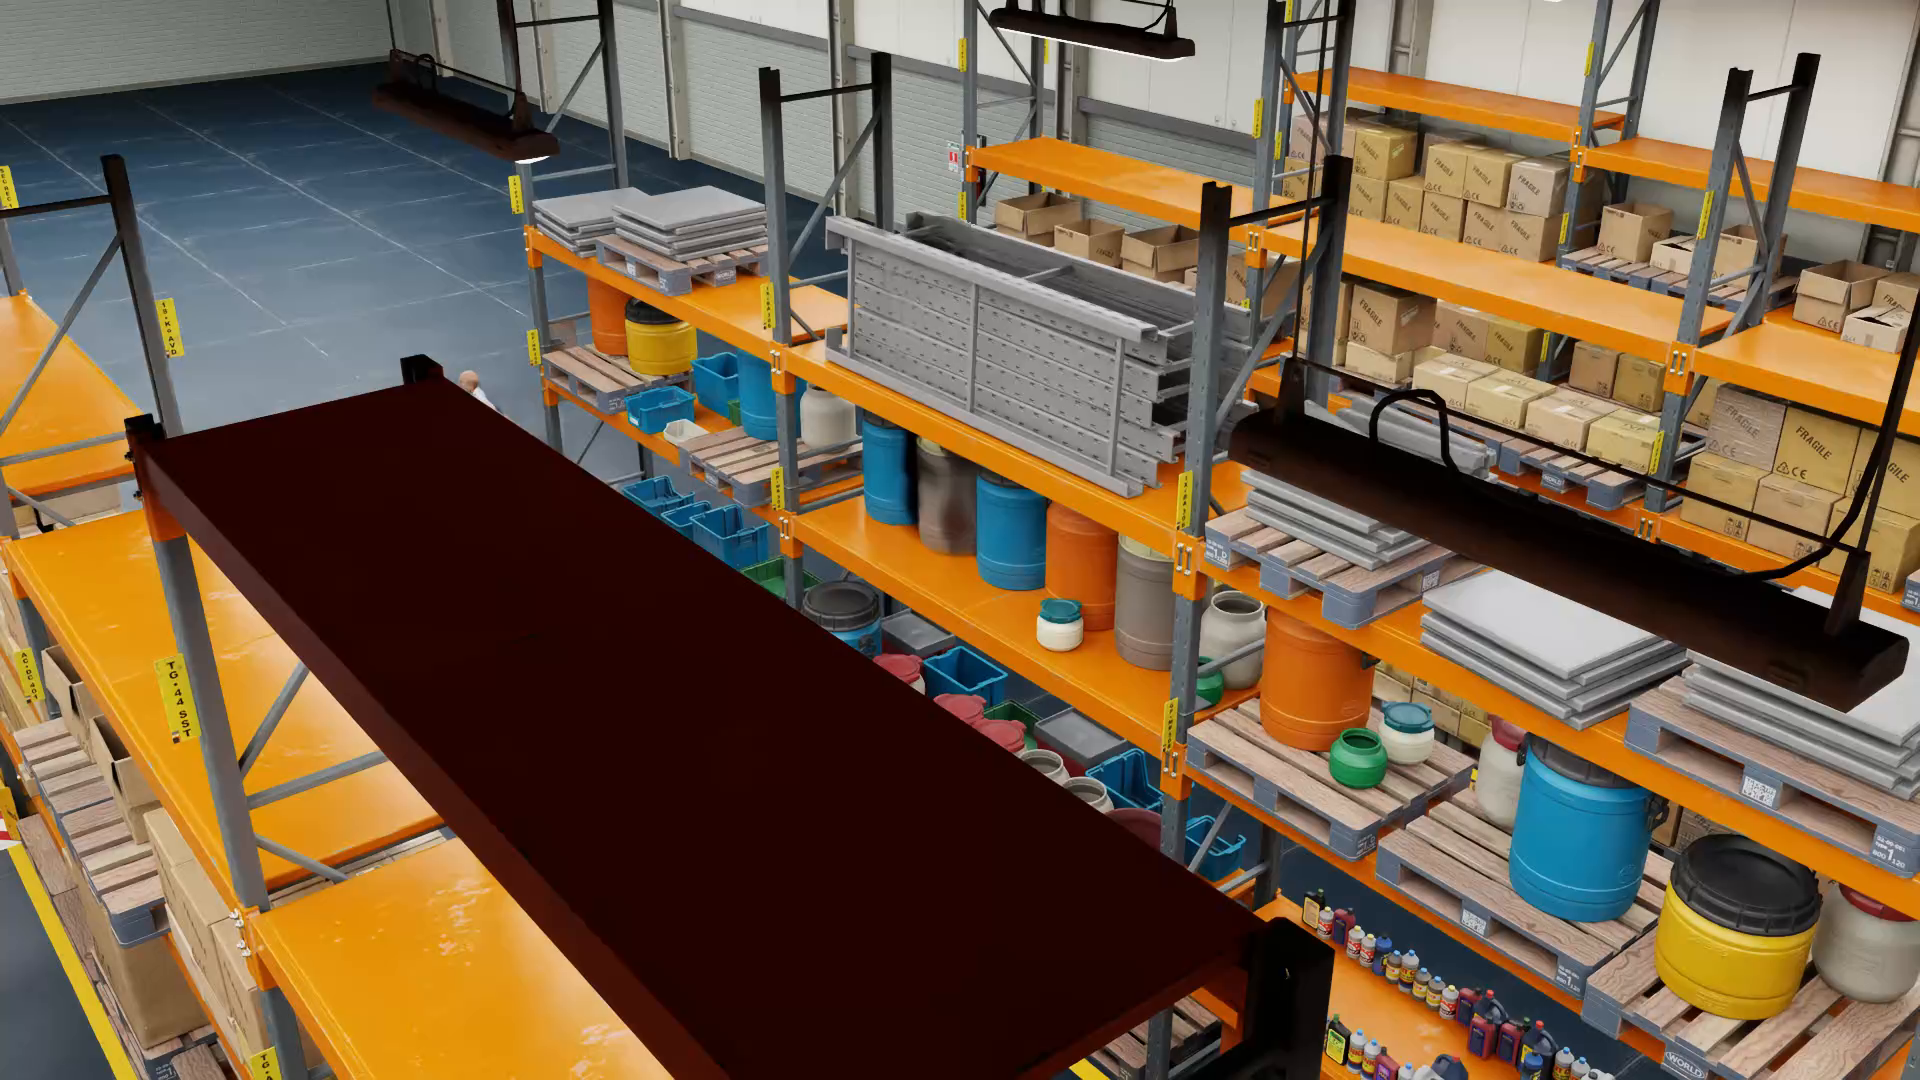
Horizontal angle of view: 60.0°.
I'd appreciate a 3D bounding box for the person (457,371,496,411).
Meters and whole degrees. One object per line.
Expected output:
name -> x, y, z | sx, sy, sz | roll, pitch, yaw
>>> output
person -> -5.175, -1.088, 18.541 | 0.853, 1.733, 0.711 | -9, 27, -18
